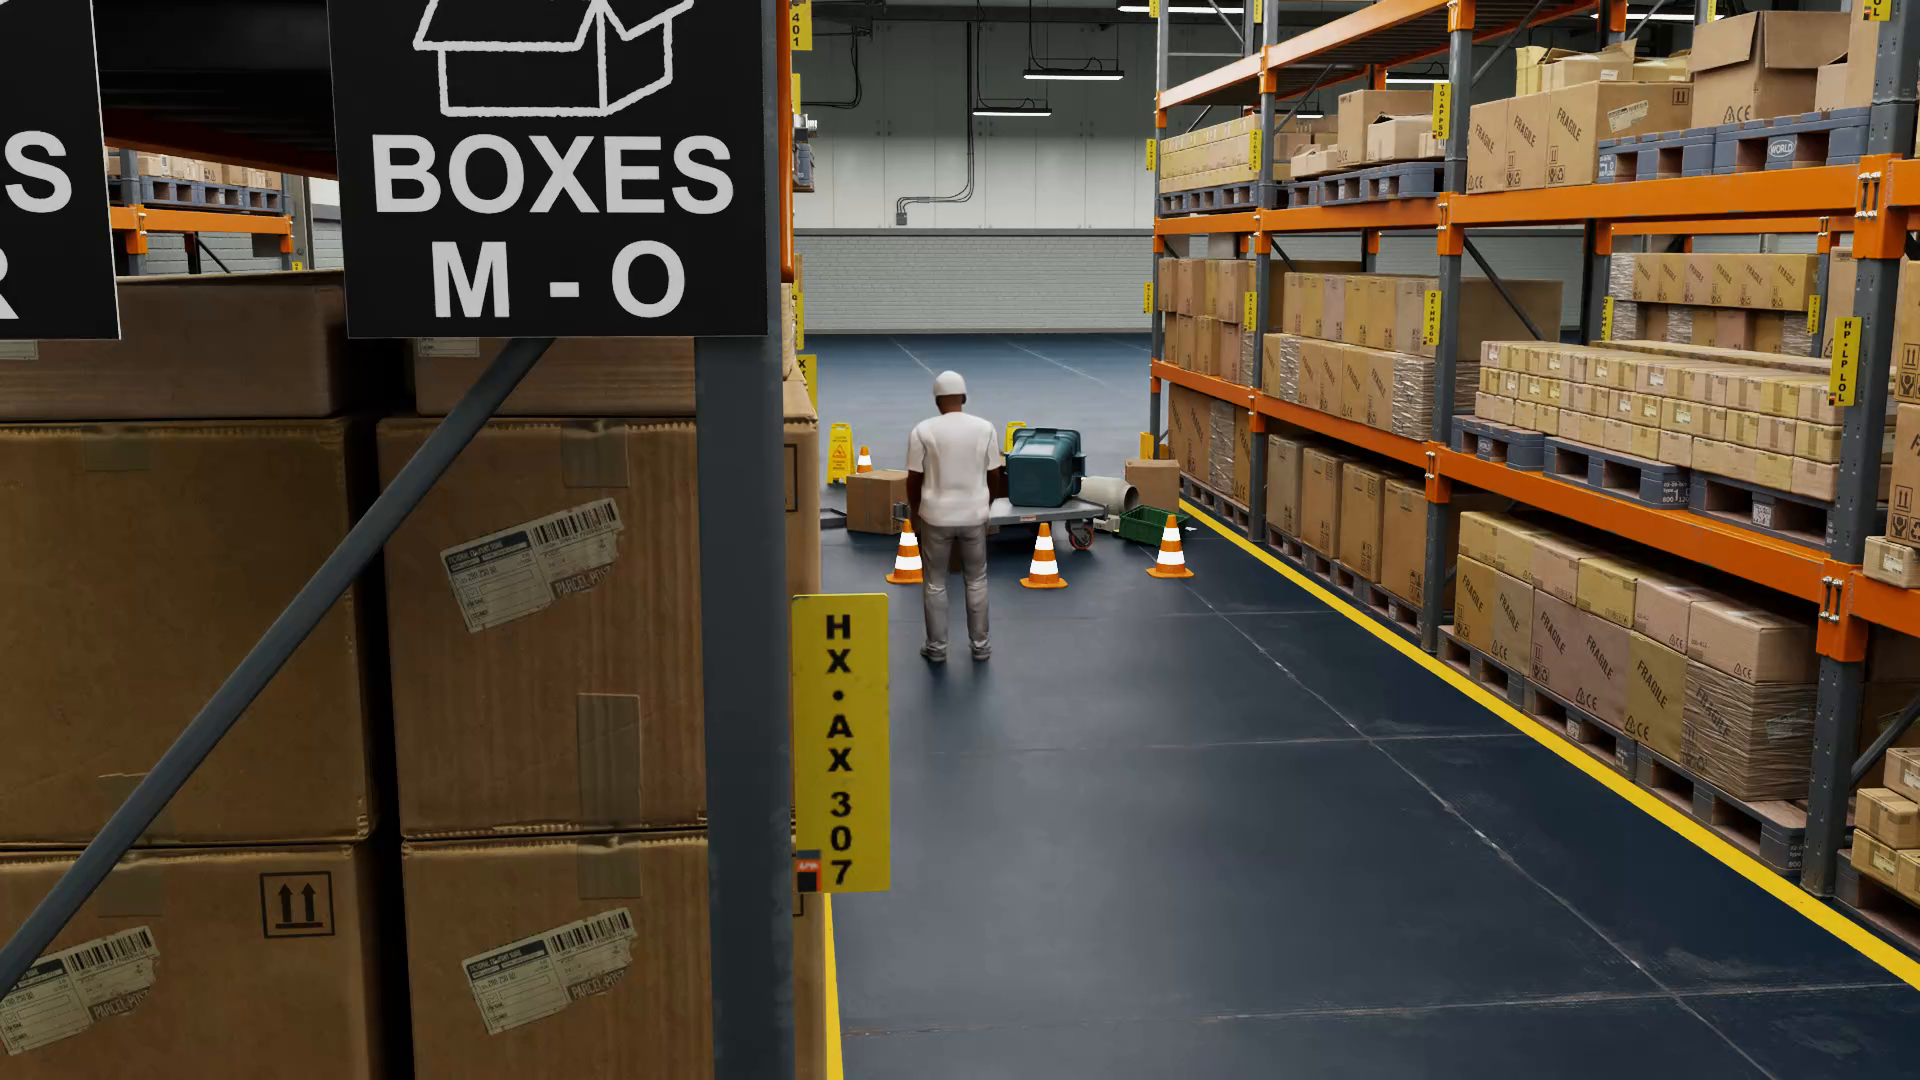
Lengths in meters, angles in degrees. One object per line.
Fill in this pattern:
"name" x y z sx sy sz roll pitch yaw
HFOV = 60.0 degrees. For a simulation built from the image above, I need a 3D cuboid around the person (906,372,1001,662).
"person" -0.044 -0.140 10.134 0.583 1.766 0.422 -2 10 -10
